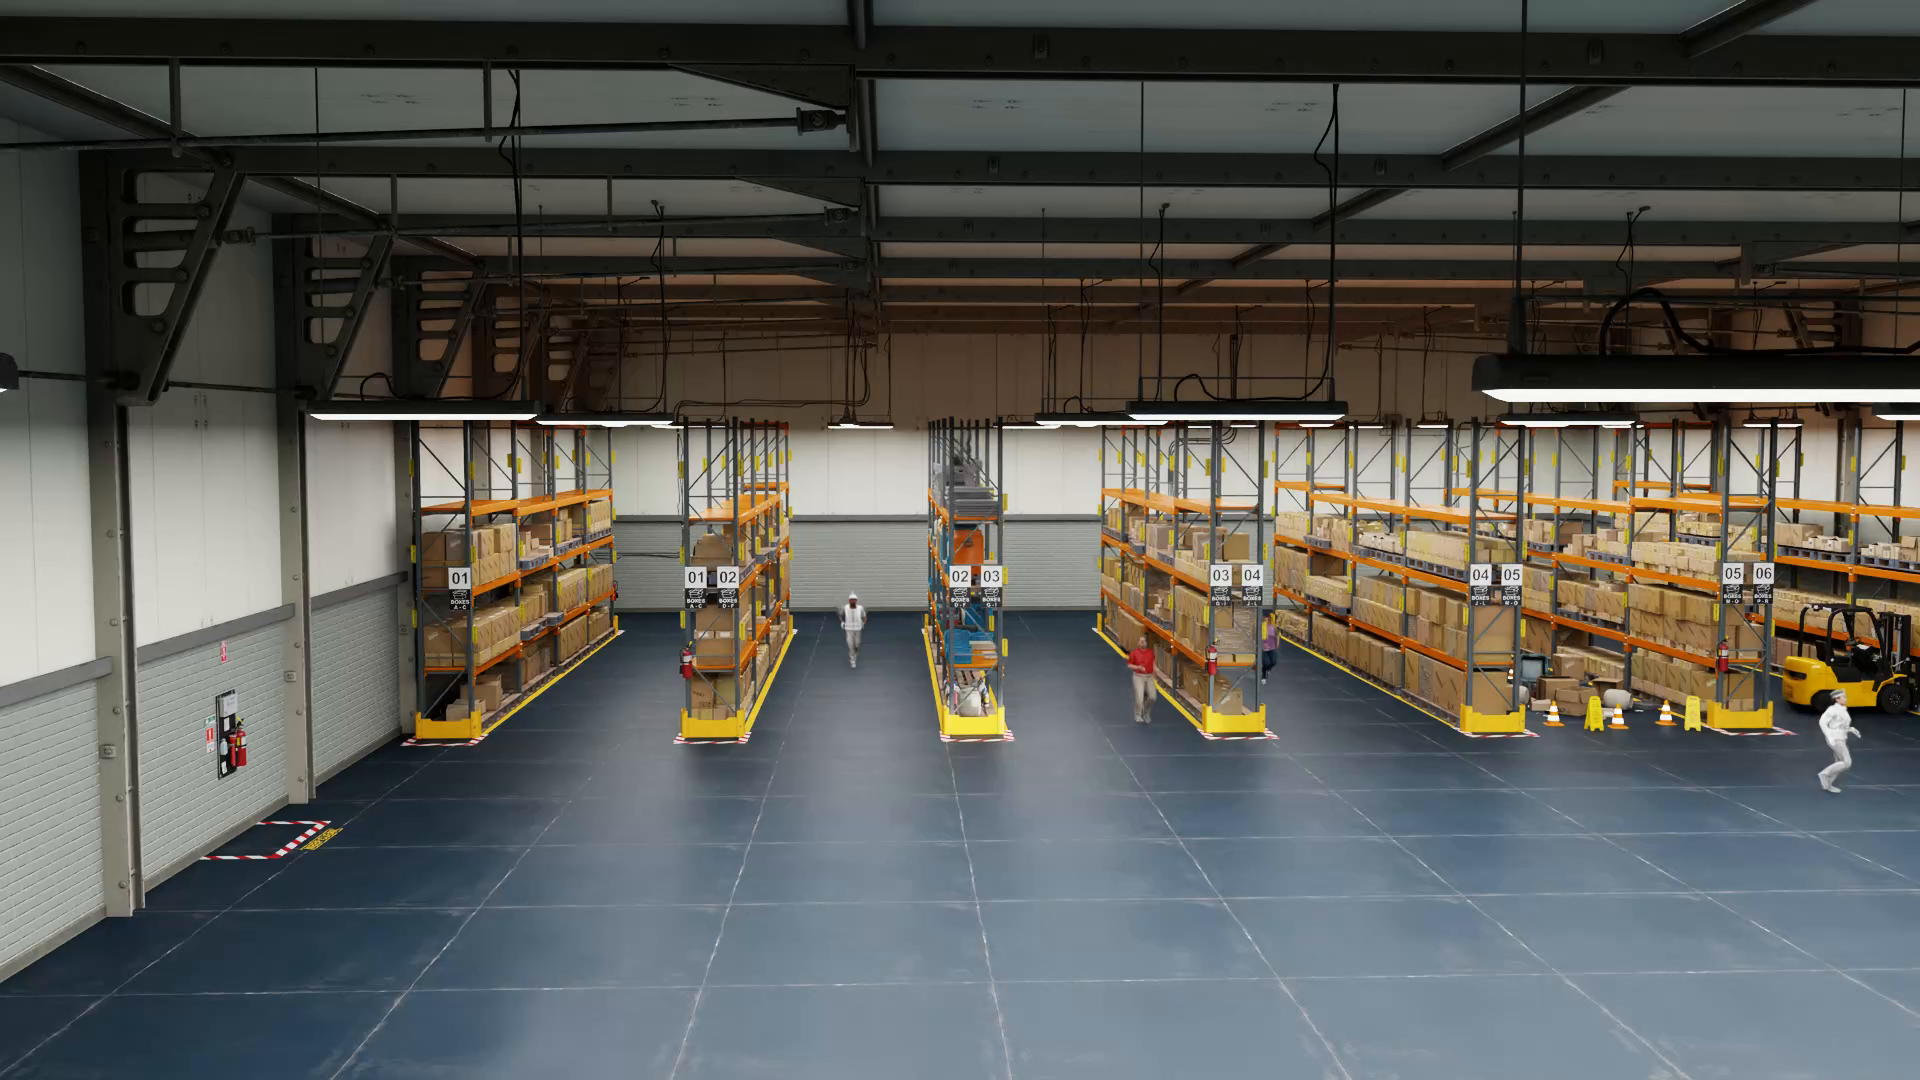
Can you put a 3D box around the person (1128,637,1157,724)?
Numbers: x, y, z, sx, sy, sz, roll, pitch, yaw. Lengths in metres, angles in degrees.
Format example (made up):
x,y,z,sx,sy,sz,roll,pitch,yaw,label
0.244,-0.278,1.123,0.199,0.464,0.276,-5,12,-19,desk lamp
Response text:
x,y,z,sx,sy,sz,roll,pitch,yaw,label
3.606,2.762,32.489,0.645,1.726,0.651,-1,4,-15,person

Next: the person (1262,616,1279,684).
x,y,z,sx,sy,sz,roll,pitch,yaw,label
6.984,2.495,37.620,0.567,1.555,0.630,0,4,-3,person

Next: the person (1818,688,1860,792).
x,y,z,sx,sy,sz,roll,pitch,yaw,label
13.960,3.173,26.362,0.515,1.663,0.628,4,5,43,person

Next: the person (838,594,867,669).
x,y,z,sx,sy,sz,roll,pitch,yaw,label
-2.612,2.207,40.540,0.681,1.776,0.834,-1,4,-8,person
